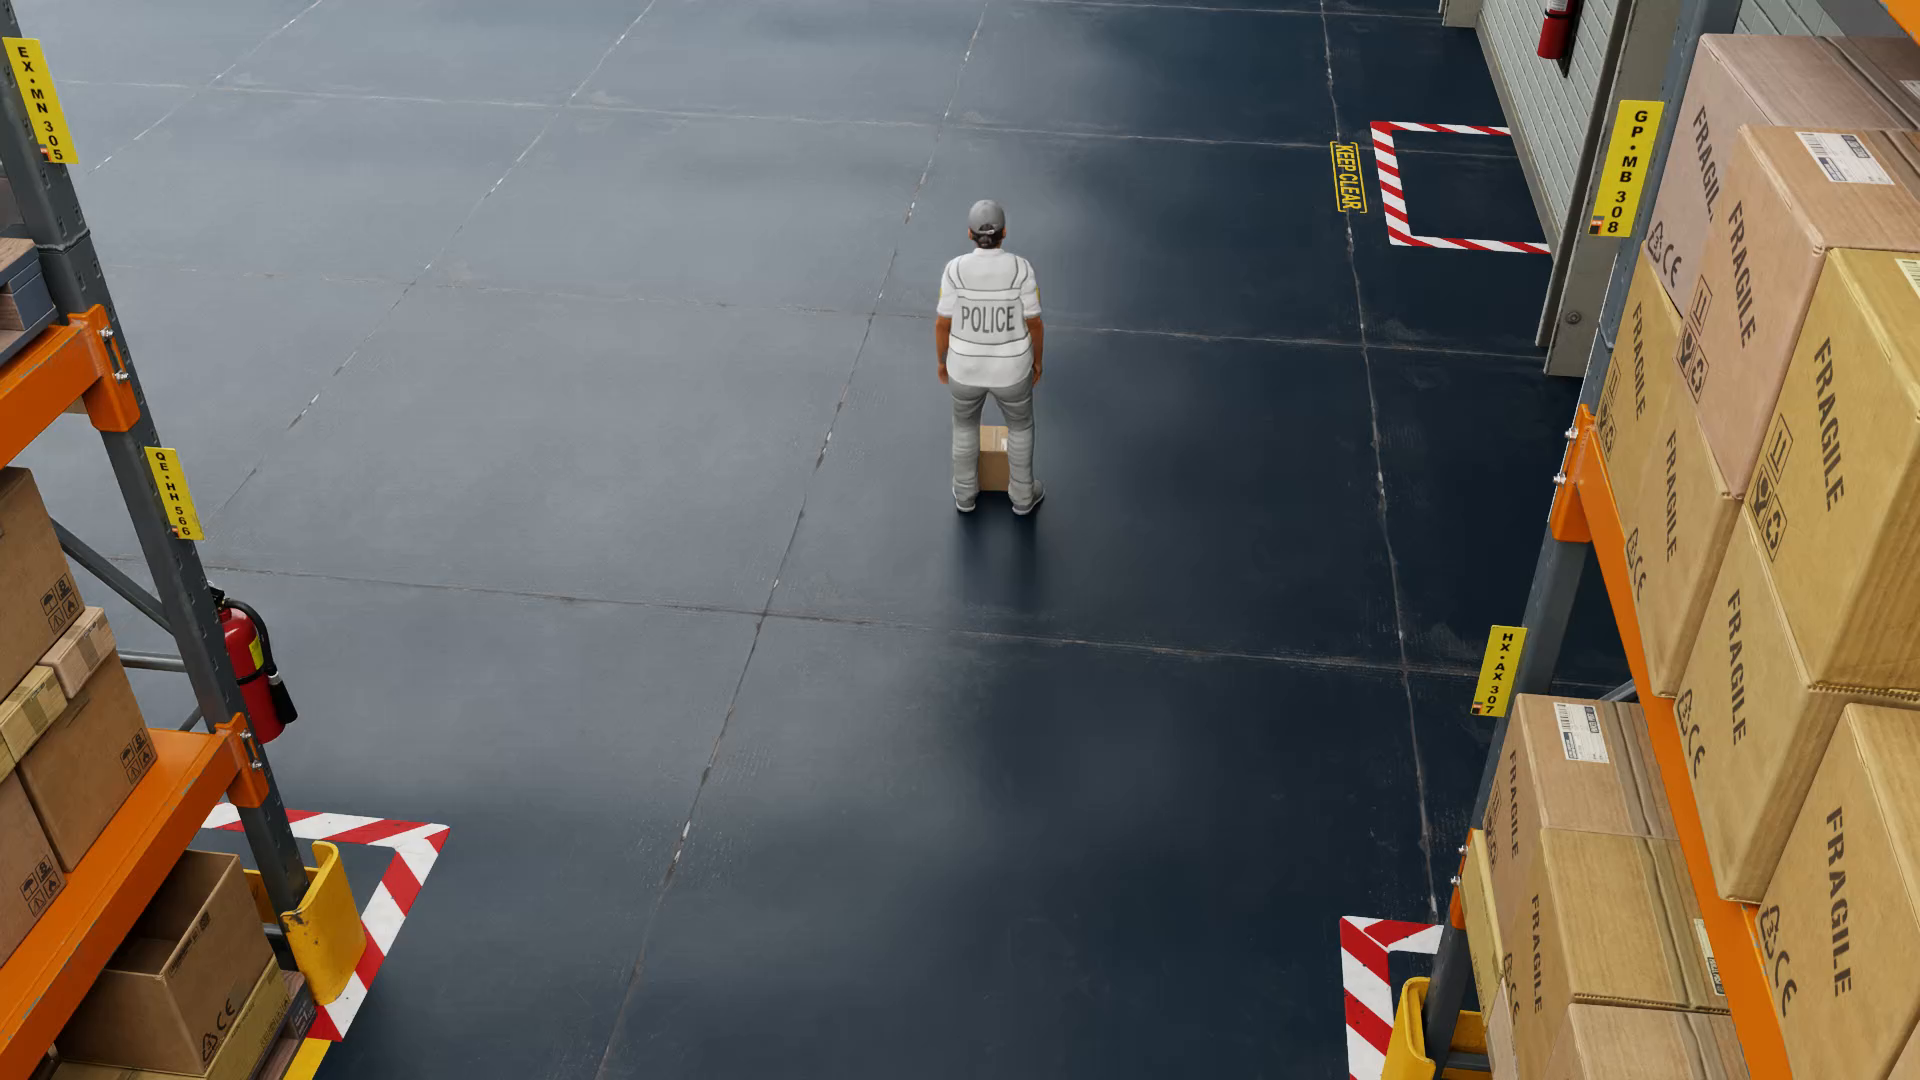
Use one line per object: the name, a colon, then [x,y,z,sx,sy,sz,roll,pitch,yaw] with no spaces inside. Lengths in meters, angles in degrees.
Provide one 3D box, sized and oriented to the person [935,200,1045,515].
person: [0.161,-0.875,8.222,0.560,1.665,0.470,2,36,3]
